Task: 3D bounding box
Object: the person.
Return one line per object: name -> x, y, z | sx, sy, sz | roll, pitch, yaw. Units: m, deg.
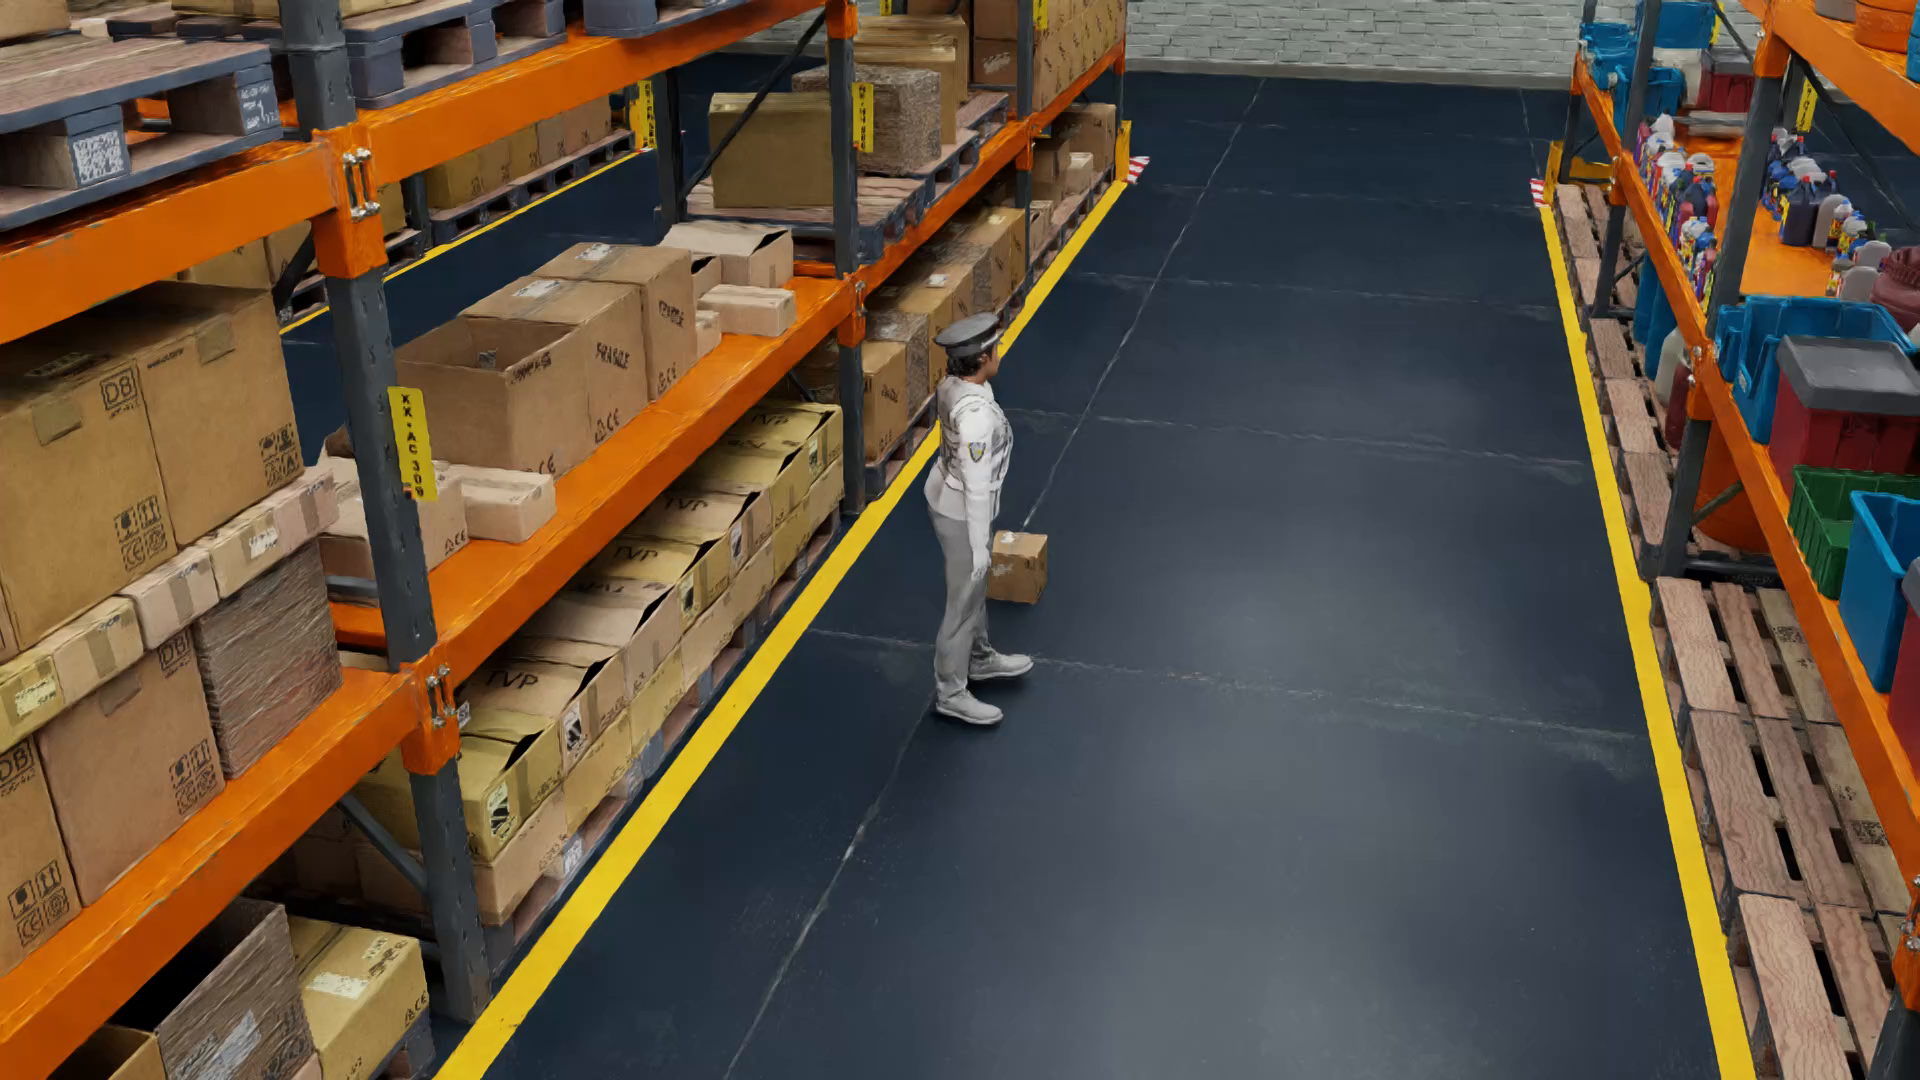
person -> 0.107, -0.092, 6.738 | 0.480, 1.685, 0.546 | -5, 26, -11
